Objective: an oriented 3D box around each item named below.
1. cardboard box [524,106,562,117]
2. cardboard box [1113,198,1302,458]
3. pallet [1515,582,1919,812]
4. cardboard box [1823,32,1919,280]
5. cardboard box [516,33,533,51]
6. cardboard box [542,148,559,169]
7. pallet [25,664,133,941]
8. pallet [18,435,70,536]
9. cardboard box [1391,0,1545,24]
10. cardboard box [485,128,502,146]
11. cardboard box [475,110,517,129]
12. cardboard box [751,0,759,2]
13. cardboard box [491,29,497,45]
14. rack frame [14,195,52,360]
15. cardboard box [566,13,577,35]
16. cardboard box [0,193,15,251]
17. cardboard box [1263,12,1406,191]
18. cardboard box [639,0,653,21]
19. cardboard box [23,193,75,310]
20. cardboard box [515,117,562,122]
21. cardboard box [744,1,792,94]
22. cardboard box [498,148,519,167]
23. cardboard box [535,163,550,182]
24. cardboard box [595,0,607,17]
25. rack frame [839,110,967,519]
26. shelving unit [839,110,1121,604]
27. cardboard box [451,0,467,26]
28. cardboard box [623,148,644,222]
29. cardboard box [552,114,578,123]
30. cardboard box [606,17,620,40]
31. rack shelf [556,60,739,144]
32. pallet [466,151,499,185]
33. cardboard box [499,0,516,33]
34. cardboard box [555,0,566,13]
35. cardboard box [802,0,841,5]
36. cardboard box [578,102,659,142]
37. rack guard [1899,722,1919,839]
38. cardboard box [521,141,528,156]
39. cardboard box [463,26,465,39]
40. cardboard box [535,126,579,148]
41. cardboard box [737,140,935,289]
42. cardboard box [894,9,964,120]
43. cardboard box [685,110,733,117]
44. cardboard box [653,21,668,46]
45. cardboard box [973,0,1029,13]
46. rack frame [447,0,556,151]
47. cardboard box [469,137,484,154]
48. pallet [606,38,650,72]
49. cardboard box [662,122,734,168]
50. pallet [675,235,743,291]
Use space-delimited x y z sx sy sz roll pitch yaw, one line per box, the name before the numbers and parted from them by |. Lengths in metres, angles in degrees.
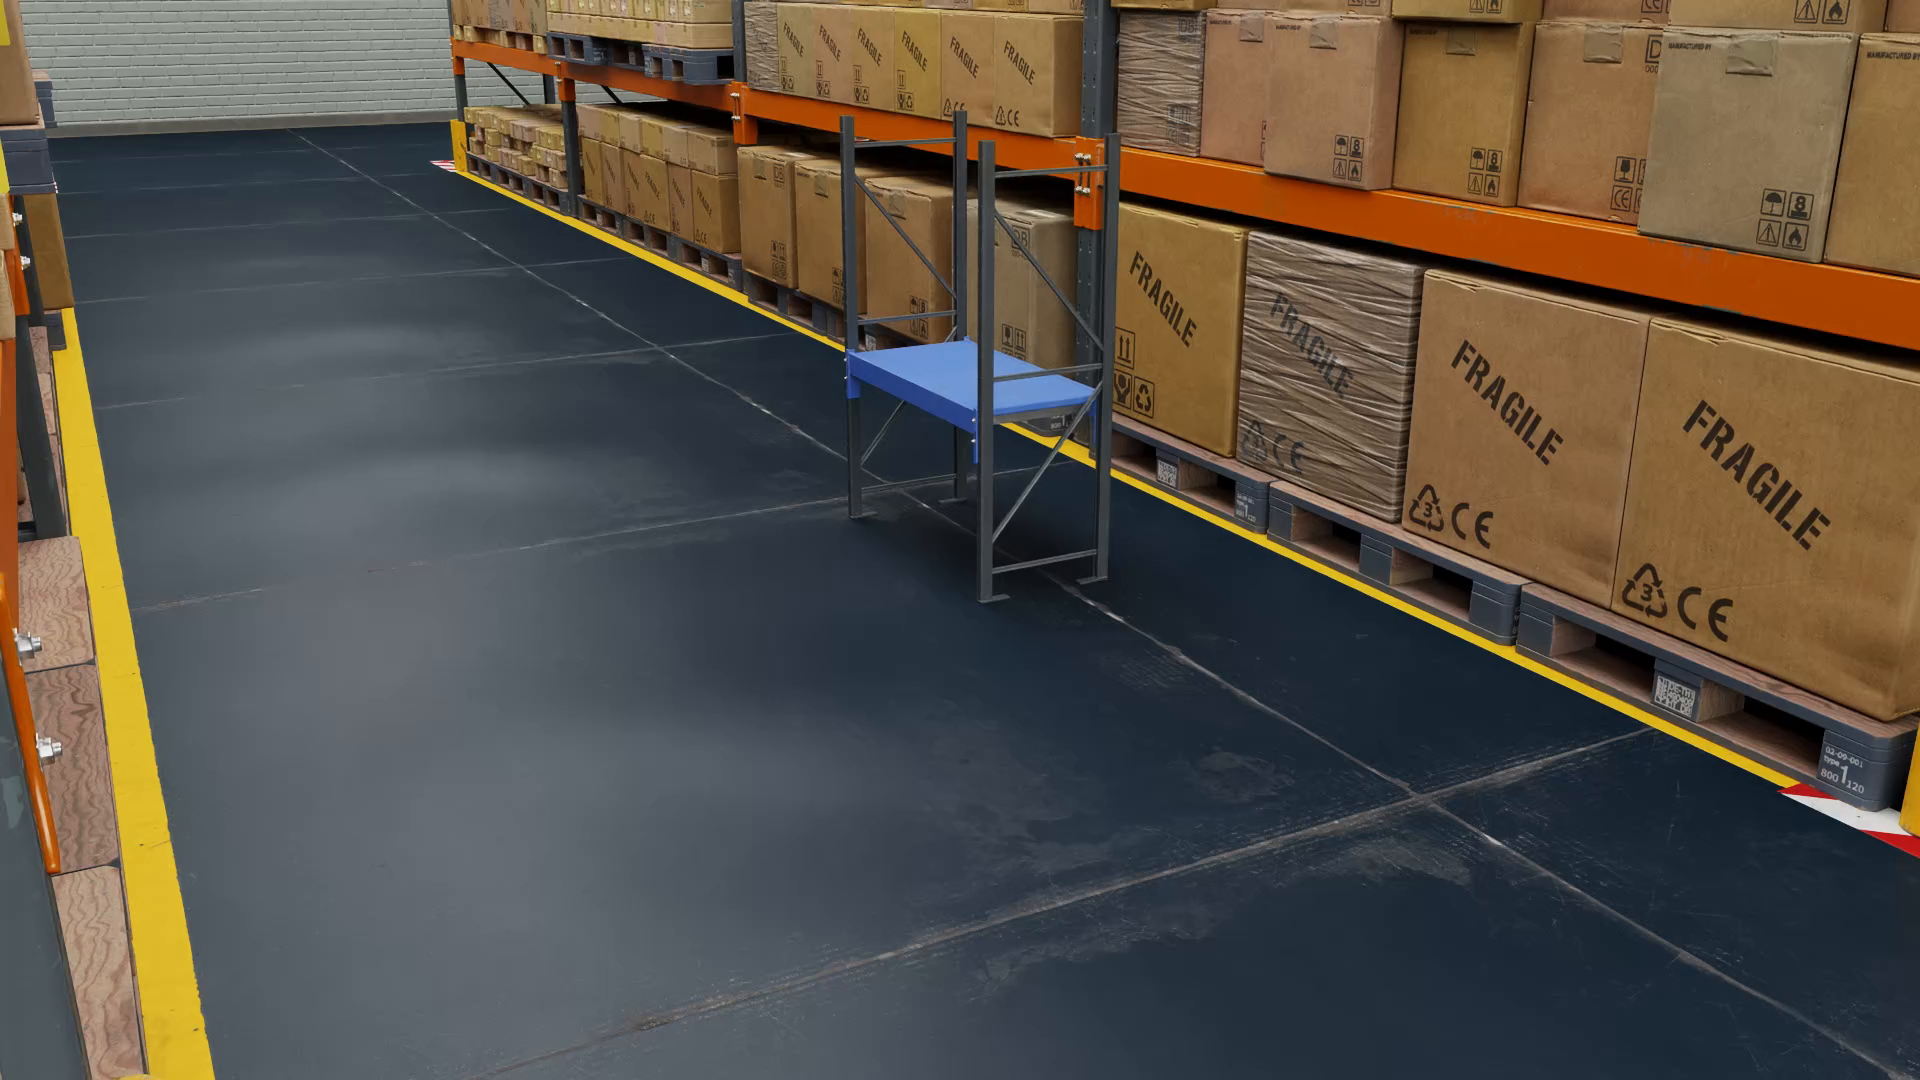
cardboard box | -4.184 -4.297 16.800 0.380 0.149 0.250 -10 21 -26
cardboard box | 1.209 -0.916 6.802 0.875 0.875 0.875 -10 21 -26
pallet | 2.423 0.335 4.836 1.003 0.211 1.213 -10 21 -27
cardboard box | 2.655 -0.936 4.015 0.875 0.550 0.550 -10 21 -27
cardboard box | -3.718 -4.431 14.760 0.380 0.149 0.250 -11 22 -29
cardboard box | -3.396 -3.319 14.421 0.380 0.149 0.250 -11 22 -29
pallet | -2.508 0.682 3.832 1.003 0.211 1.213 -10 21 -27
pallet | -3.812 -0.080 6.038 1.003 0.211 1.213 -10 21 -27
cardboard box | 1.874 -1.917 5.202 0.875 0.550 0.500 -10 21 -27
cardboard box | -4.403 -3.925 16.180 0.380 0.149 0.250 -9 21 -25
cardboard box | -4.533 -4.135 16.331 0.380 0.149 0.250 -10 21 -27
cardboard box | -1.241 -3.606 11.268 0.380 0.149 0.250 -11 22 -28
cardboard box | -4.180 -4.734 15.637 0.380 0.149 0.250 -10 22 -28
rack frame | -5.341 -2.323 8.264 1.000 3.000 0.127 -10 21 -27
cardboard box | -2.793 -3.955 12.735 0.380 0.149 0.250 -10 21 -26
cardboard box | -2.688 -0.831 4.325 0.380 0.149 0.250 -10 21 -27
cardboard box | 1.591 -1.553 5.803 0.875 0.550 0.550 -10 21 -27
cardboard box | -1.937 -3.577 11.184 0.380 0.149 0.250 -10 21 -27
cardboard box | -5.650 -1.718 9.126 1.225 0.875 0.875 -11 22 -29
cardboard box | -3.931 -3.856 15.521 0.380 0.149 0.250 -10 21 -27
cardboard box | -0.952 -2.939 9.896 0.500 0.500 0.500 -10 21 -26
cardboard box | -4.168 -3.643 15.817 0.380 0.149 0.250 -11 22 -29
cardboard box | -3.545 -3.274 14.749 0.380 0.149 0.250 -11 22 -28
cardboard box | -2.418 -3.870 12.035 0.380 0.149 0.250 -10 22 -28
rack frame | -0.201 -0.830 6.239 0.500 1.500 0.032 -10 21 -27
shelving unit | 0.041 -0.684 5.816 0.538 1.500 1.048 -10 21 -27
cardboard box | -4.757 -5.375 16.500 0.500 0.500 0.500 -9 21 -24
cardboard box | -2.196 -2.674 12.471 0.500 0.500 0.500 -10 21 -26
cardboard box | -3.677 -3.997 15.930 0.380 0.149 0.250 -11 22 -28
cardboard box | -2.303 -3.659 11.878 0.380 0.149 0.250 -11 22 -29
rack shelf | -1.878 -3.296 12.188 1.077 0.370 4.000 -10 21 -27
pallet | -4.336 -3.780 16.762 1.003 0.211 1.213 -10 21 -27
cardboard box | -3.786 -4.785 14.792 0.500 0.500 0.500 -10 21 -27
cardboard box | -2.920 -4.172 12.909 0.380 0.149 0.250 -10 22 -28
cardboard box | -0.482 -3.307 9.429 0.700 0.500 0.500 -10 22 -27
cardboard box | -2.709 -3.329 13.218 0.500 0.250 0.500 -11 22 -29
rack guard | 2.882 0.423 4.139 1.175 0.500 0.348 -10 21 -27
cardboard box | -3.819 -3.630 15.324 0.380 0.149 0.250 -11 22 -29
cardboard box | -4.704 -5.029 16.493 0.380 0.149 0.250 -9 21 -25
cardboard box | -3.506 -3.542 14.612 0.380 0.149 0.250 -10 22 -27
cardboard box | -0.718 -2.008 10.158 1.050 0.750 0.750 -10 22 -27
cardboard box | 0.009 -2.359 8.217 0.500 0.500 0.500 -10 21 -26
cardboard box | -1.755 -3.108 12.578 0.500 0.250 0.500 -11 22 -29
cardboard box | -1.805 -3.357 11.004 0.380 0.149 0.250 -10 21 -26
cardboard box | 0.485 -2.723 7.737 0.700 0.500 0.500 -10 22 -28
rack frame | -4.727 -5.359 17.062 1.000 3.000 0.127 -10 21 -27
cardboard box | -4.760 -4.009 16.879 0.380 0.149 0.250 -10 21 -26
pallet | -1.904 -3.533 12.066 1.003 0.211 1.213 -10 21 -27
cardboard box | -1.733 -2.732 11.490 0.500 0.250 0.500 -10 21 -26
pallet | -1.298 -1.968 11.512 1.003 0.211 1.213 -10 21 -27
